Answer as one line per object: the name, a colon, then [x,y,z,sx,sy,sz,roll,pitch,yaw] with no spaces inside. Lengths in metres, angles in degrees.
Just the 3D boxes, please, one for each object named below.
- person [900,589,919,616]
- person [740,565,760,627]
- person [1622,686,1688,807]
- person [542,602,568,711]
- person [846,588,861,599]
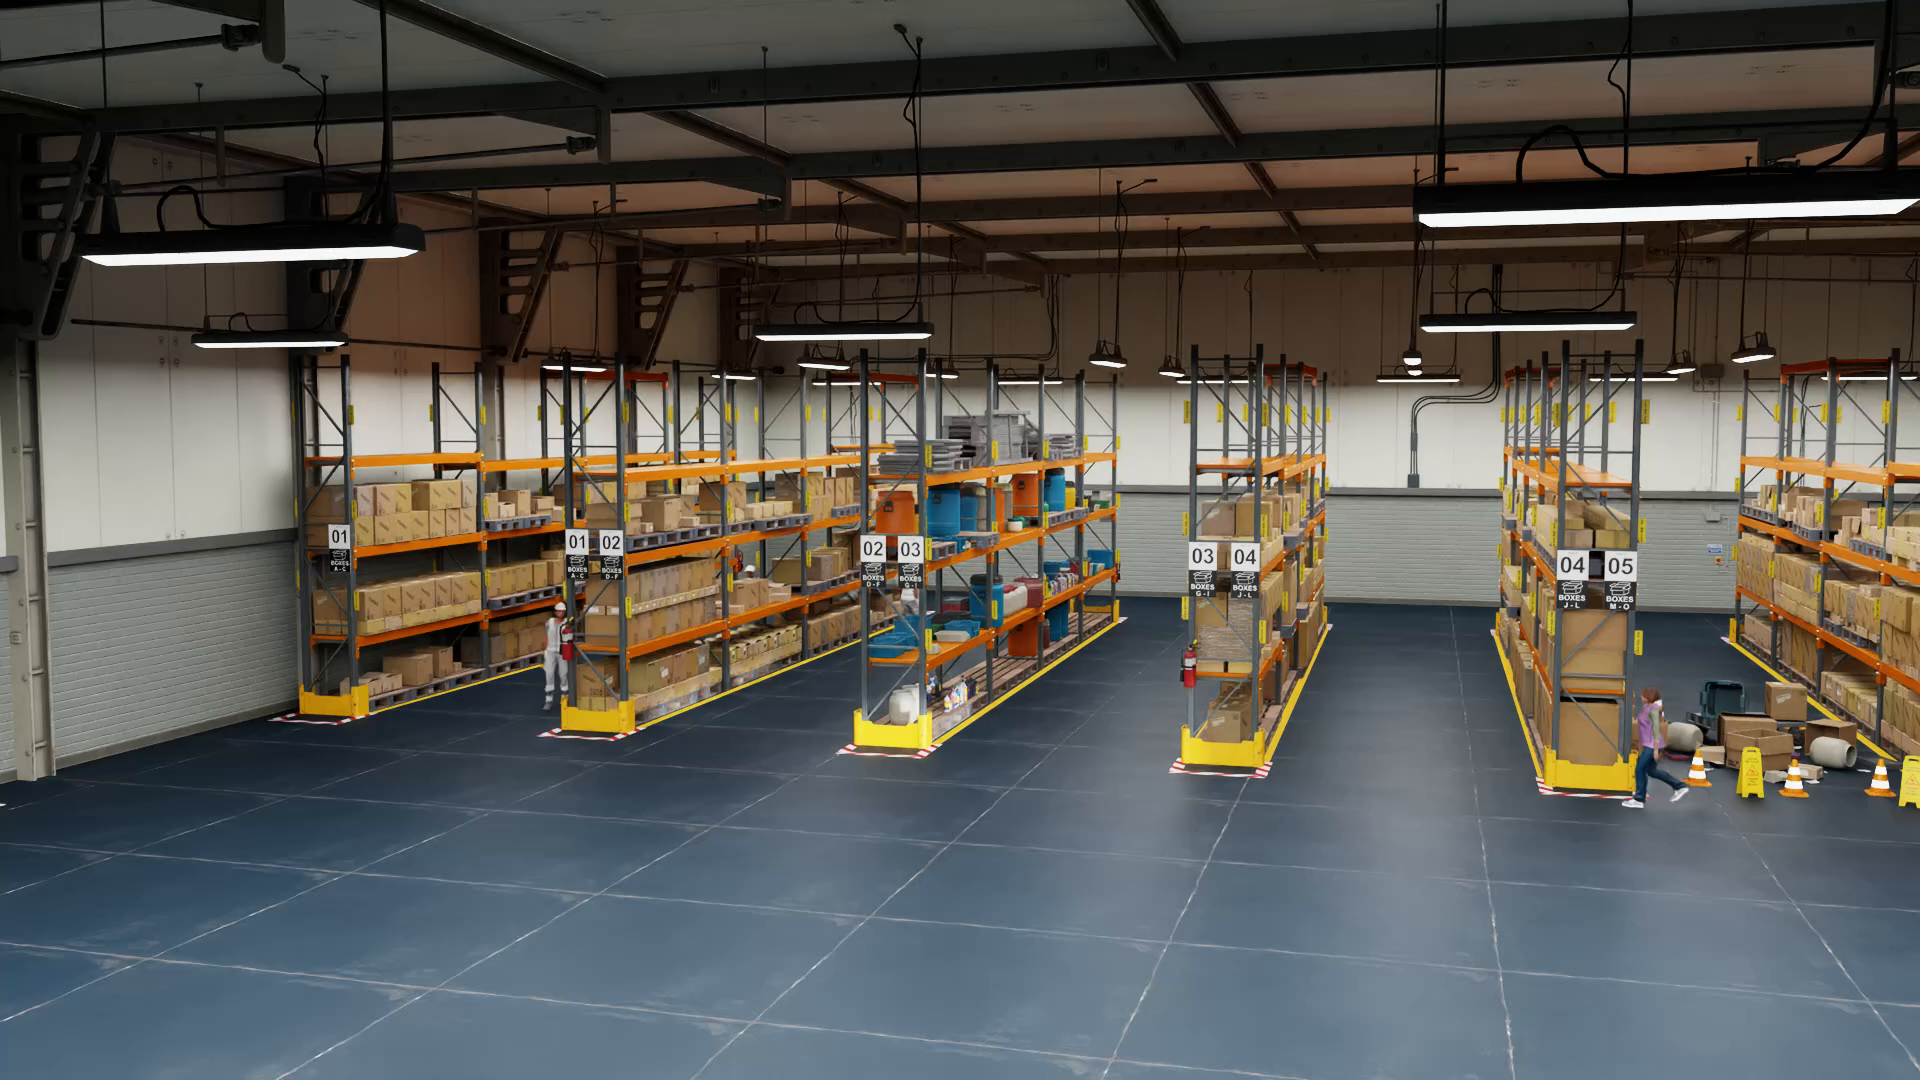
person: [-1.143,1.343,37.003,0.501,1.787,0.596,-3,5,-38]
person: [-4.574,1.412,36.259,0.608,1.718,1.068,1,4,13]
person: [8.853,2.622,21.133,0.819,1.564,0.430,1,4,11]
person: [-6.906,1.985,28.475,0.563,1.805,0.668,0,4,0]
person: [-2.731,0.905,43.308,0.454,1.667,0.470,1,4,10]
